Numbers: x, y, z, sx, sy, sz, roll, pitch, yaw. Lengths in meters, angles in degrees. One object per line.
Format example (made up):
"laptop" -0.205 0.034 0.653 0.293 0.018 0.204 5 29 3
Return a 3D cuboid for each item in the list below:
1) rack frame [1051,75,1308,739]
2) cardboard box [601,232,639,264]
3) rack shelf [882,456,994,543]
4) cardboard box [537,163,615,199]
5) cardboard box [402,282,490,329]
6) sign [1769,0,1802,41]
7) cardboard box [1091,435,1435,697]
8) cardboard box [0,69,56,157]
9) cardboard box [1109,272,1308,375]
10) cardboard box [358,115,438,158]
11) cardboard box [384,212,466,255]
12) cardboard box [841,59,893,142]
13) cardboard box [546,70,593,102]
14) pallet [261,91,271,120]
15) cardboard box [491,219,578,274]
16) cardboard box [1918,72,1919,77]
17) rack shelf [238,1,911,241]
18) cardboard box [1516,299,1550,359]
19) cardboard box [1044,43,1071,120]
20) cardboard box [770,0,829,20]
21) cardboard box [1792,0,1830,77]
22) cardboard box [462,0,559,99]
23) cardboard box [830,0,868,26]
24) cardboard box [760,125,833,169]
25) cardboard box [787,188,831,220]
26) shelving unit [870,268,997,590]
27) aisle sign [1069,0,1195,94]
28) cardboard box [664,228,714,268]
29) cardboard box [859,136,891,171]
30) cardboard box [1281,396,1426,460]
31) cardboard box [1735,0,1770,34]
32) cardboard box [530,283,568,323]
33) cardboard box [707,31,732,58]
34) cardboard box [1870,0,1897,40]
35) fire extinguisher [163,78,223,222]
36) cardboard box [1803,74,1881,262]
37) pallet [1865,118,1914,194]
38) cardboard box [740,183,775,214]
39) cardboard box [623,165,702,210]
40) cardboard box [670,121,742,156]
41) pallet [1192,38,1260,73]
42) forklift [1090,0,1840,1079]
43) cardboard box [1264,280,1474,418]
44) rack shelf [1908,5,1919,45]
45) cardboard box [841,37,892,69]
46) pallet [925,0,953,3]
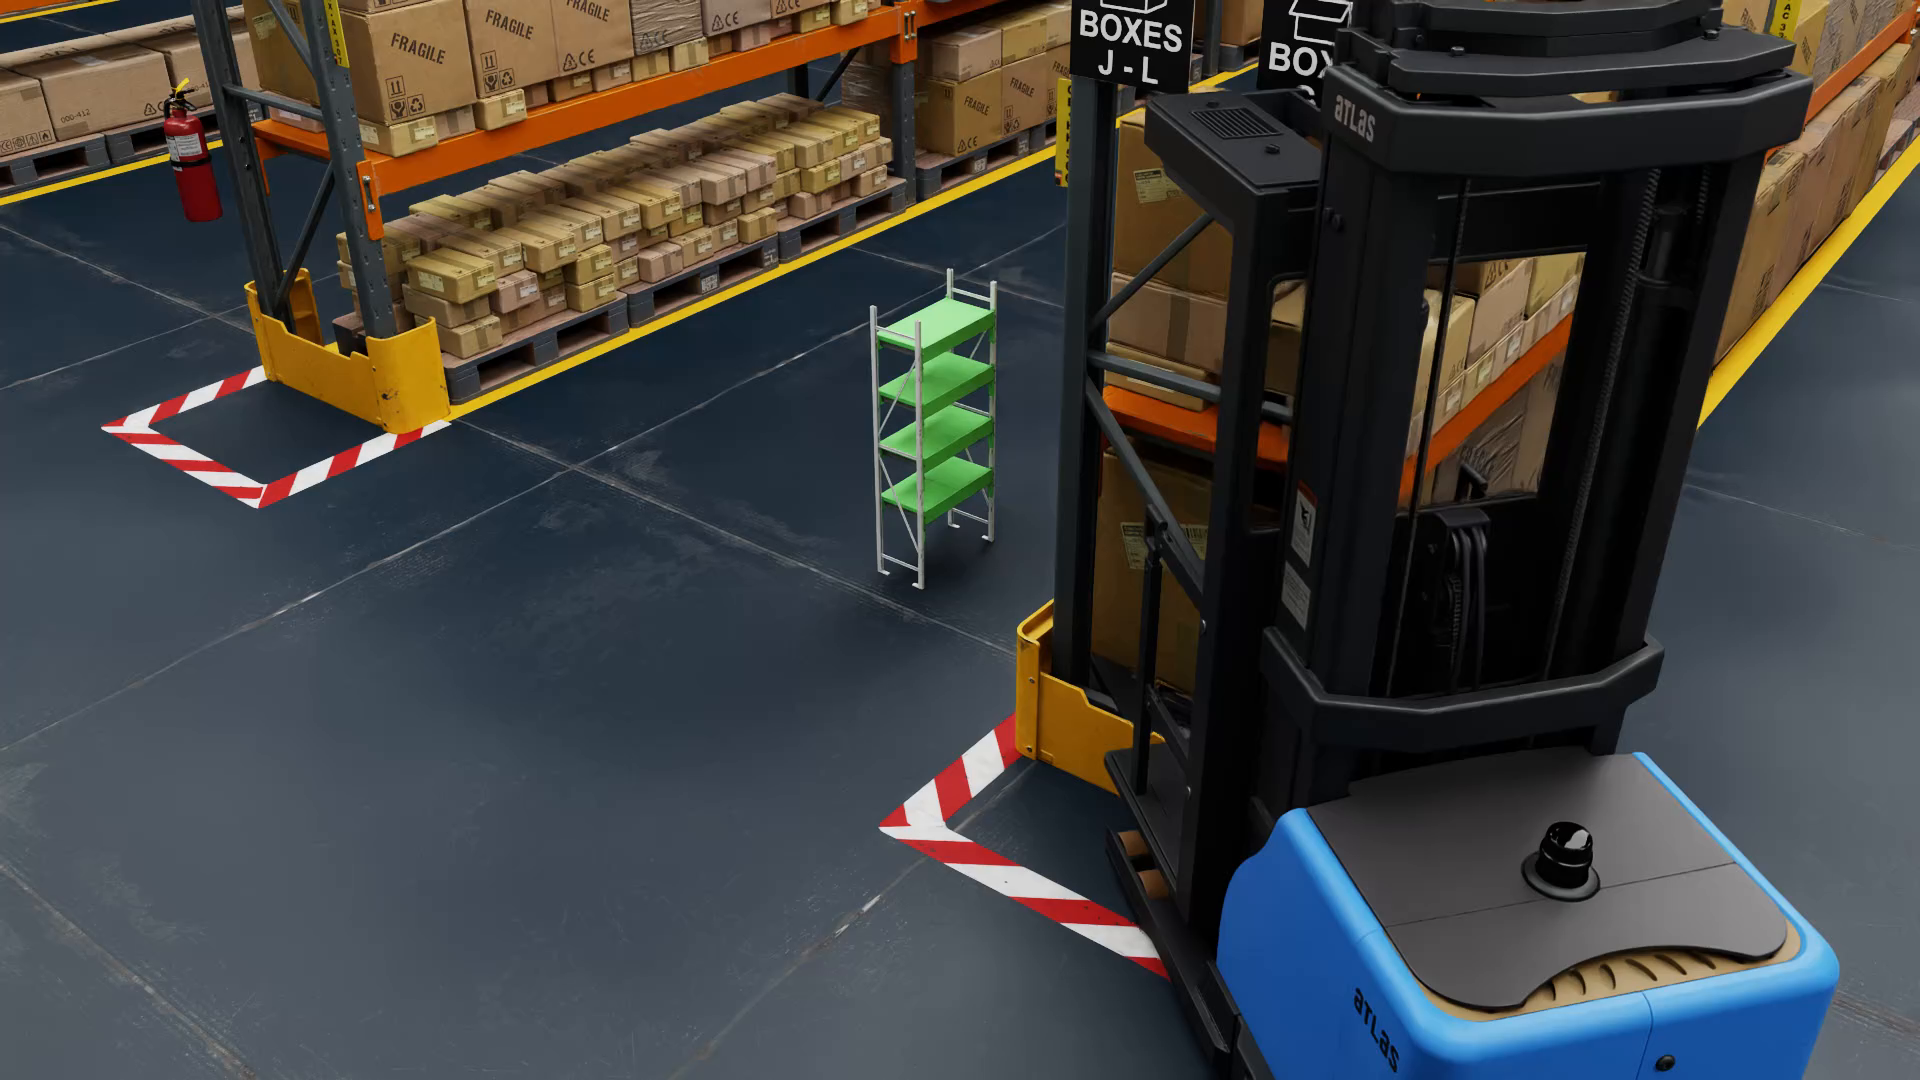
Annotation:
"rack frame" 0.756 -0.442 5.054 1.000 3.000 0.127 21 37 31
"cardboard box" -2.003 -1.654 9.192 0.380 0.149 0.250 19 36 29
"rack shelf" -0.100 -0.187 6.986 0.258 0.148 0.480 21 37 31
"cardboard box" -2.195 -2.027 9.528 0.380 0.149 0.250 20 36 30
"cardboard box" -2.617 -1.226 8.469 0.380 0.149 0.250 23 38 33
"sign" 3.614 -2.304 7.269 0.100 0.325 0.005 21 37 31
"cardboard box" 1.078 0.007 5.969 0.875 0.875 0.875 21 37 31
"cardboard box" -6.826 -2.869 11.251 0.875 0.438 0.875 20 36 30
"cardboard box" 0.837 -0.784 5.486 0.500 0.250 0.500 20 36 31
"cardboard box" -2.681 -1.932 7.815 0.380 0.149 0.250 21 36 31
"cardboard box" -2.823 -1.597 8.804 0.380 0.149 0.250 22 37 32
"cardboard box" -0.477 -3.119 11.611 0.500 0.500 0.500 20 36 30
"cardboard box" -2.124 -2.392 8.590 0.380 0.149 0.250 21 36 31
"pallet" -5.252 -3.633 13.173 1.003 0.211 1.213 21 37 31
"cardboard box" -2.226 -1.540 8.707 0.380 0.149 0.250 21 37 31
"cardboard box" 7.309 -4.002 13.082 0.700 0.500 0.500 21 36 31
"rack shelf" -1.930 -2.513 9.254 1.077 0.370 4.000 21 37 31
"cardboard box" 1.852 -0.795 5.895 0.380 0.149 0.250 20 36 30
"cardboard box" 0.558 -3.392 12.071 0.500 0.500 0.500 22 37 32
"cardboard box" -1.104 -3.312 9.507 0.500 0.500 0.500 20 36 30
"cardboard box" 3.950 -2.425 8.302 0.500 0.500 0.500 21 37 31
"cardboard box" -2.343 -2.503 8.142 0.500 0.500 0.500 21 37 31
"cardboard box" -0.777 -3.201 9.955 0.380 0.149 0.250 20 36 30
"cardboard box" -0.997 -2.401 10.161 0.380 0.149 0.250 21 36 31
"cardboard box" -1.020 -2.118 10.266 0.380 0.149 0.250 20 36 30
"shelving unit" -0.100 -0.449 6.831 0.258 1.200 0.503 21 37 31
"aisle sign" 0.473 -1.623 4.497 0.394 0.787 0.004 21 37 31
"cardboard box" -1.643 -1.711 9.579 0.380 0.149 0.250 21 37 31
"cardboard box" -0.660 -2.492 10.605 0.380 0.149 0.250 22 37 32
"cardboard box" 1.233 -0.377 5.190 0.380 0.149 0.250 22 37 32
"cardboard box" 3.106 -2.185 7.114 0.500 0.500 0.500 22 37 33
"cardboard box" -2.329 -1.313 8.907 0.380 0.149 0.250 22 37 32
"cardboard box" -1.498 -2.807 9.290 0.380 0.149 0.250 21 36 31
"cardboard box" 5.179 -3.259 9.709 0.500 0.500 0.500 21 36 31
"fire extinguisher" -3.658 -1.855 7.880 0.296 0.674 0.183 21 37 31
"cardboard box" 4.608 -2.326 9.905 1.225 0.875 0.875 21 37 31
"pallet" 6.058 -2.811 11.787 1.003 0.211 1.213 21 37 31
"cardboard box" -1.329 -2.082 9.914 0.380 0.149 0.250 22 37 32
"cardboard box" -1.696 -2.001 9.485 0.380 0.149 0.250 21 37 31
"cardboard box" -1.562 -2.445 10.234 0.380 0.149 0.250 20 36 30
"pallet" 2.228 -4.359 14.398 1.003 0.211 1.213 21 37 31
"forklift" 1.103 -0.096 4.538 1.130 2.935 3.031 -7 31 -12
"cardboard box" 1.261 -0.617 5.205 0.500 0.250 0.500 20 36 30
"rack shelf" 6.792 -4.197 12.096 1.077 0.370 4.000 21 37 31
"cardboard box" -0.475 -3.444 11.423 0.500 0.250 0.500 20 36 30
"pallet" -0.146 -3.819 10.940 1.003 0.211 1.213 21 37 31
